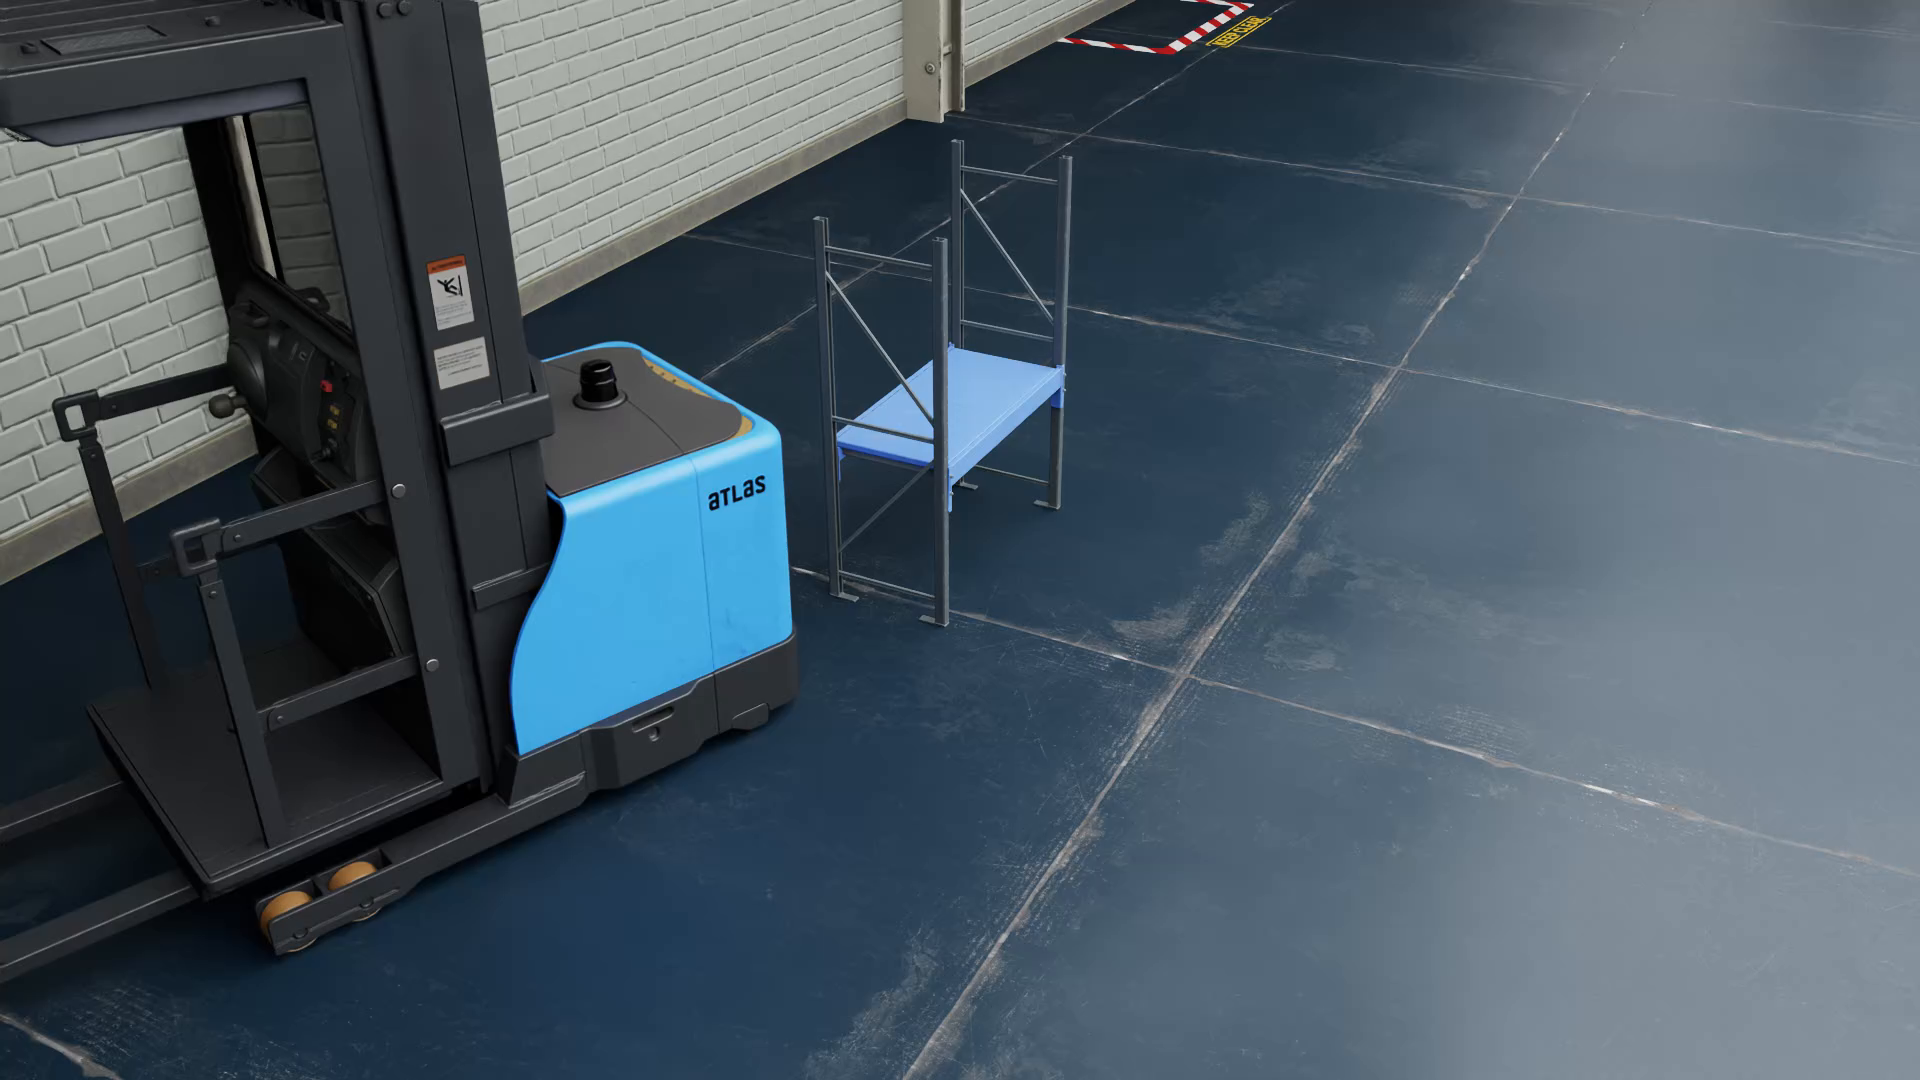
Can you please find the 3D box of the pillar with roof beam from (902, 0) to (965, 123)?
[{"bbox_3d":[3.643,-6.054,8.257,9.100,9.000,0.400,14,33,23],"label":"pillar with roof beam"}]

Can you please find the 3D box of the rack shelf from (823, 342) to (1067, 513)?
[{"bbox_3d":[-0.039,-0.457,6.400,0.538,0.185,1.000,14,33,23],"label":"rack shelf"}]

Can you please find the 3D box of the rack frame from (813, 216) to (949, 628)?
[{"bbox_3d":[-0.270,-0.387,5.918,0.500,1.500,0.032,14,33,23],"label":"rack frame"}]

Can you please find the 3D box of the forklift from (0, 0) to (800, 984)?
[{"bbox_3d":[-1.999,-0.401,4.504,3.031,2.935,1.130,-23,37,-34],"label":"forklift"}]

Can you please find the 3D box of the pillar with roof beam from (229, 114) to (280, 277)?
[{"bbox_3d":[0.910,-3.394,3.625,9.100,9.000,0.400,14,33,23],"label":"pillar with roof beam"}]

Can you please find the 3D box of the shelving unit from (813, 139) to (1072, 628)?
[{"bbox_3d":[-0.039,-0.613,6.311,0.538,1.500,1.048,14,33,23],"label":"shelving unit"}]

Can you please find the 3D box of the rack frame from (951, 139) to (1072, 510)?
[{"bbox_3d":[0.193,-0.838,6.703,0.500,1.500,0.032,14,33,23],"label":"rack frame"}]
